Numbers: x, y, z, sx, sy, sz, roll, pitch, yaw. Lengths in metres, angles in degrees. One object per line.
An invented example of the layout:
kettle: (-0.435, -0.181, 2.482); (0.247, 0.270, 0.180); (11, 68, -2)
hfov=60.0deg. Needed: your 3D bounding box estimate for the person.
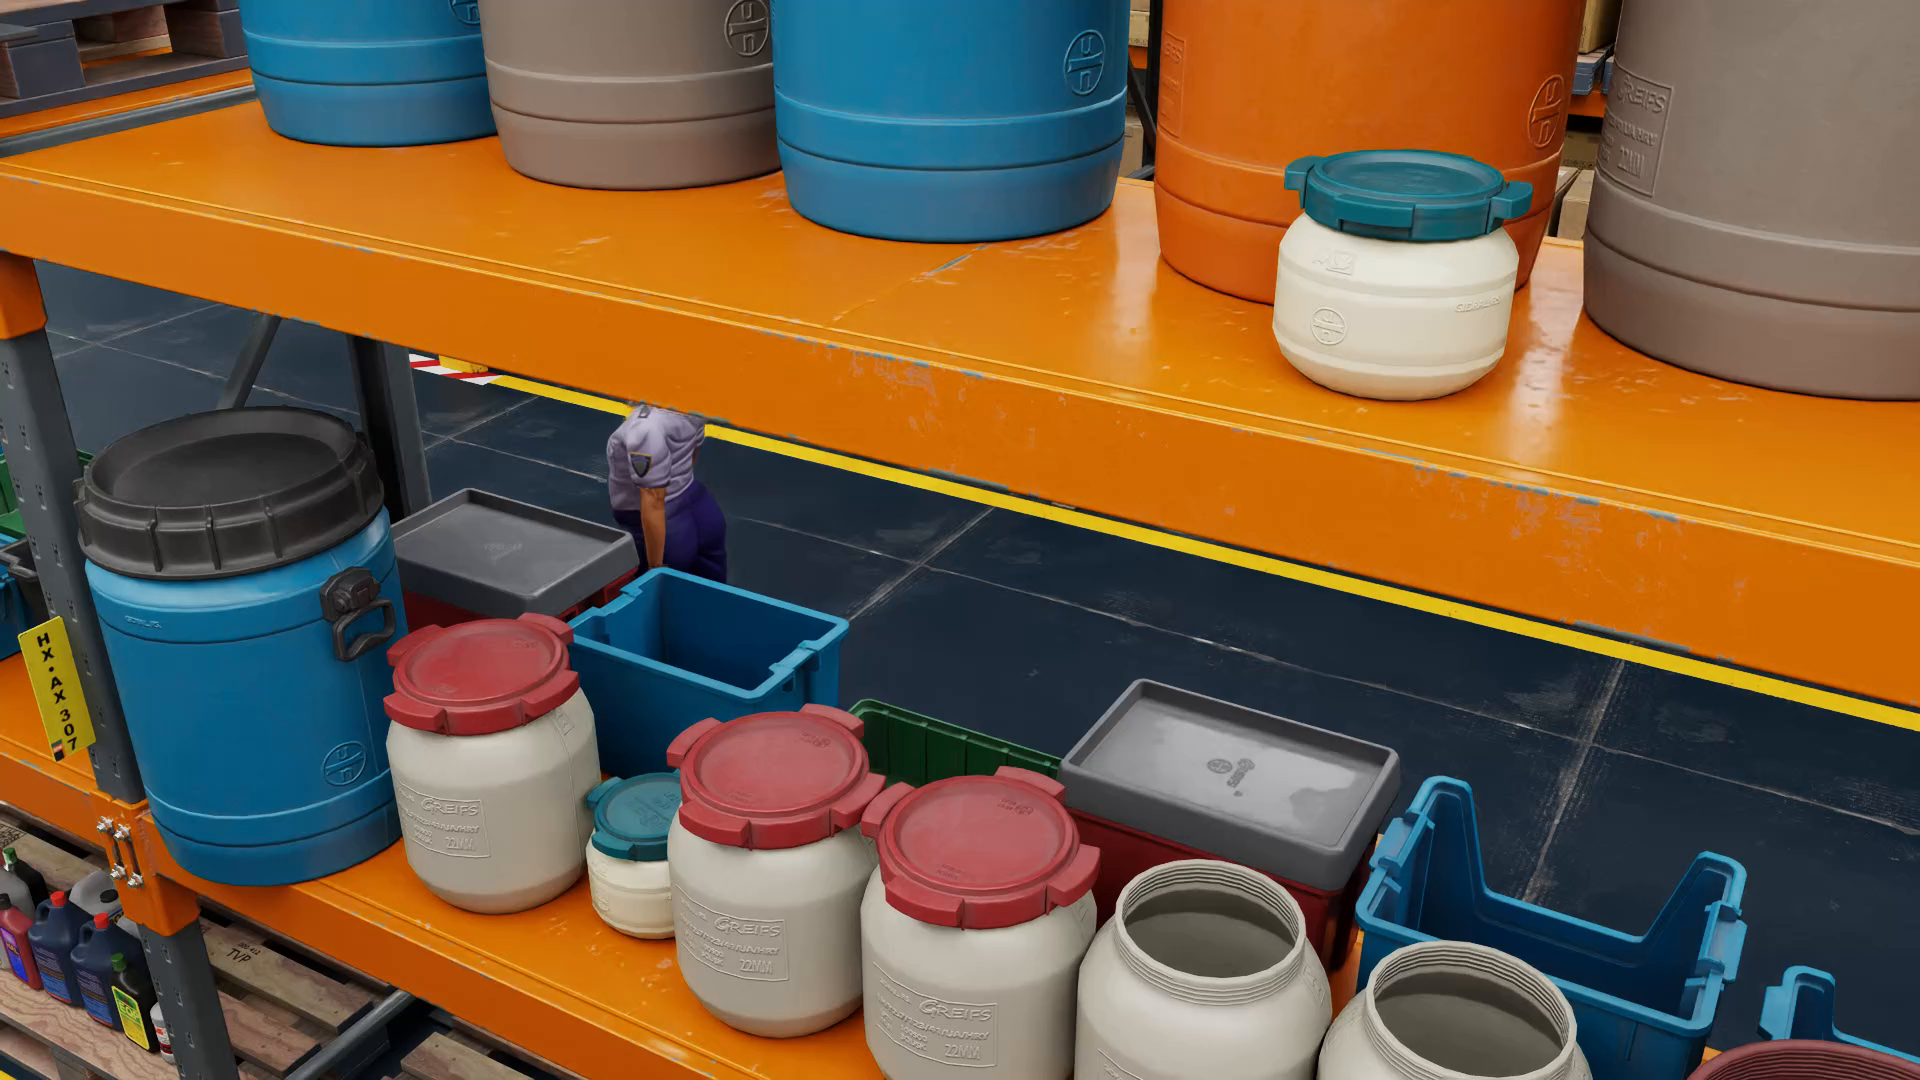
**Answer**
person: (-1.154, -0.023, 6.183); (0.822, 1.653, 0.513); (12, 29, 22)
